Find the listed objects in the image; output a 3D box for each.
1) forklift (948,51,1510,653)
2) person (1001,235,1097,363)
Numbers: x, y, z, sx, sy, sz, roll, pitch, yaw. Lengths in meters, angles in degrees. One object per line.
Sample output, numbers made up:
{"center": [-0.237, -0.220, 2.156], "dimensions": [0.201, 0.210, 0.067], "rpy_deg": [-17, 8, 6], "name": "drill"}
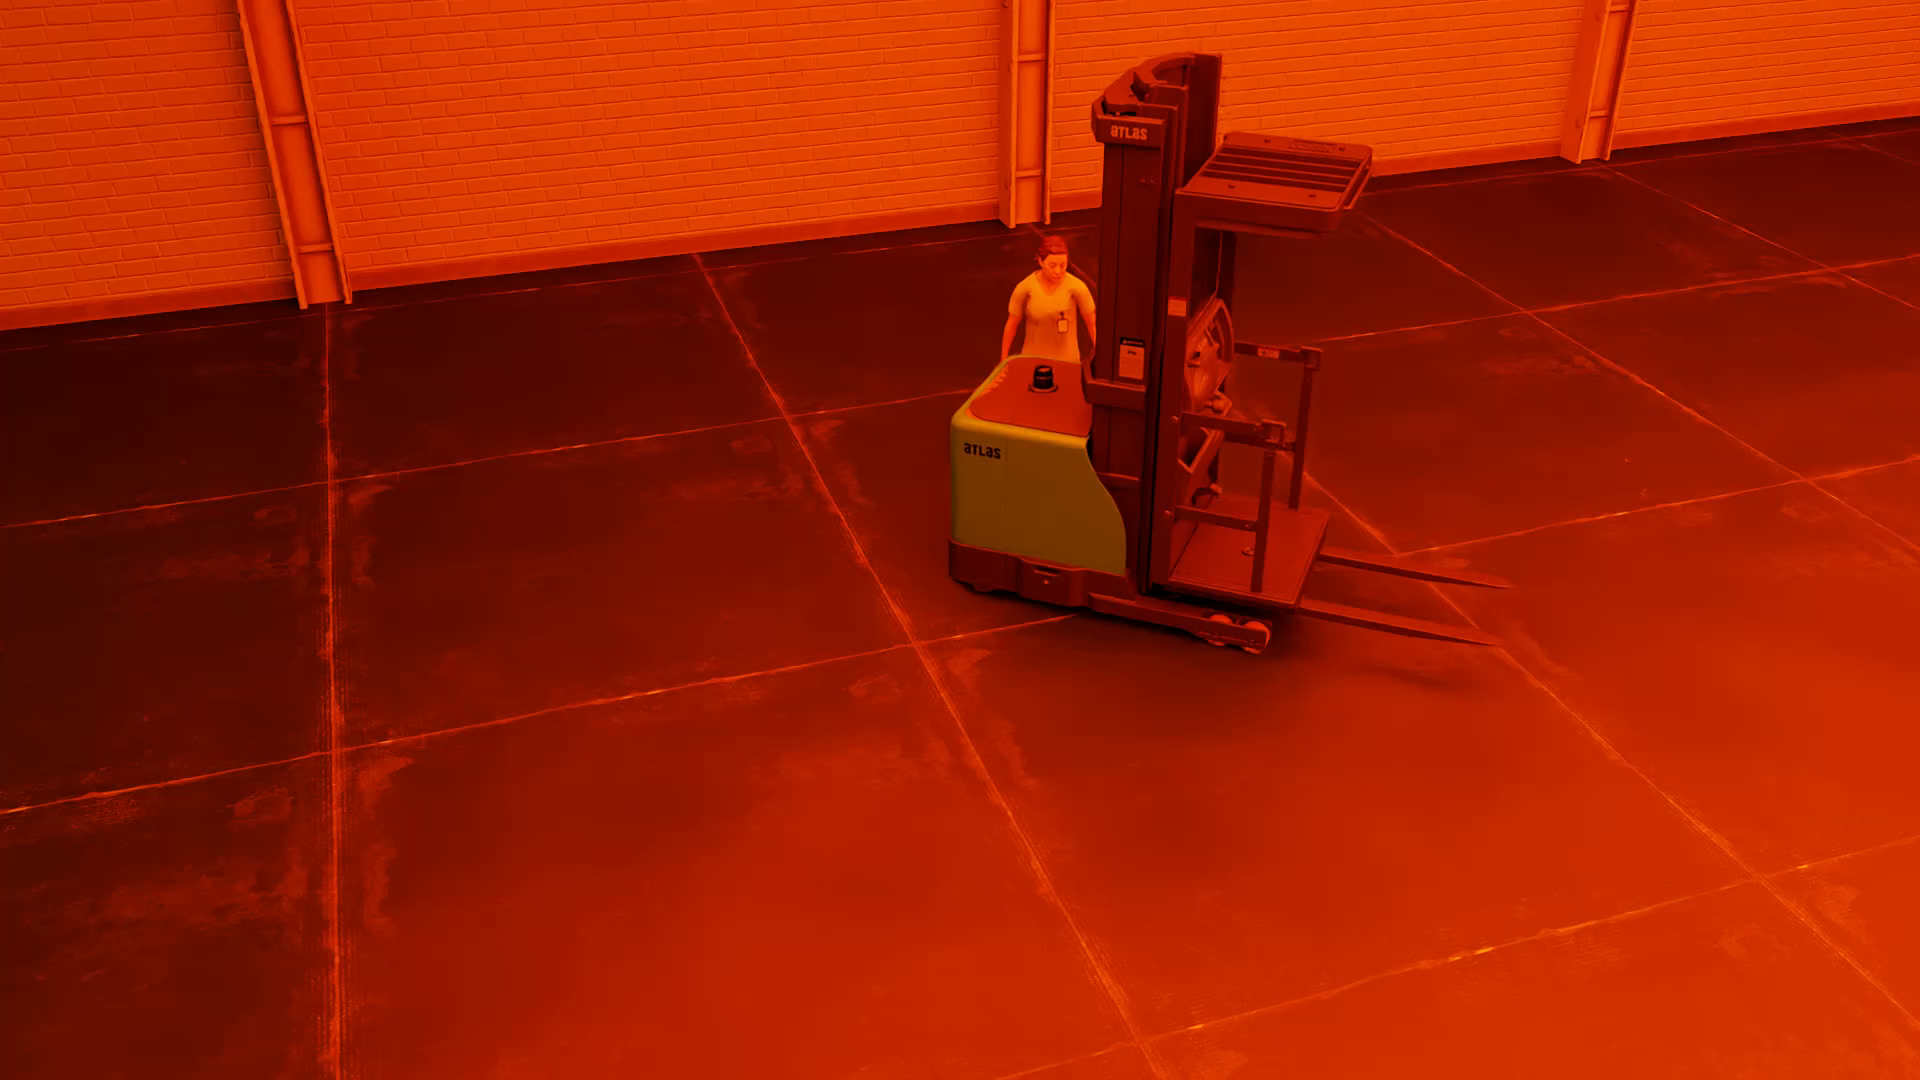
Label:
{"center": [1.504, -0.962, 8.759], "dimensions": [3.031, 2.935, 1.130], "rpy_deg": [11, 32, 18], "name": "forklift"}
{"center": [0.581, -1.088, 10.265], "dimensions": [0.678, 1.651, 0.394], "rpy_deg": [1, 30, 2], "name": "person"}
